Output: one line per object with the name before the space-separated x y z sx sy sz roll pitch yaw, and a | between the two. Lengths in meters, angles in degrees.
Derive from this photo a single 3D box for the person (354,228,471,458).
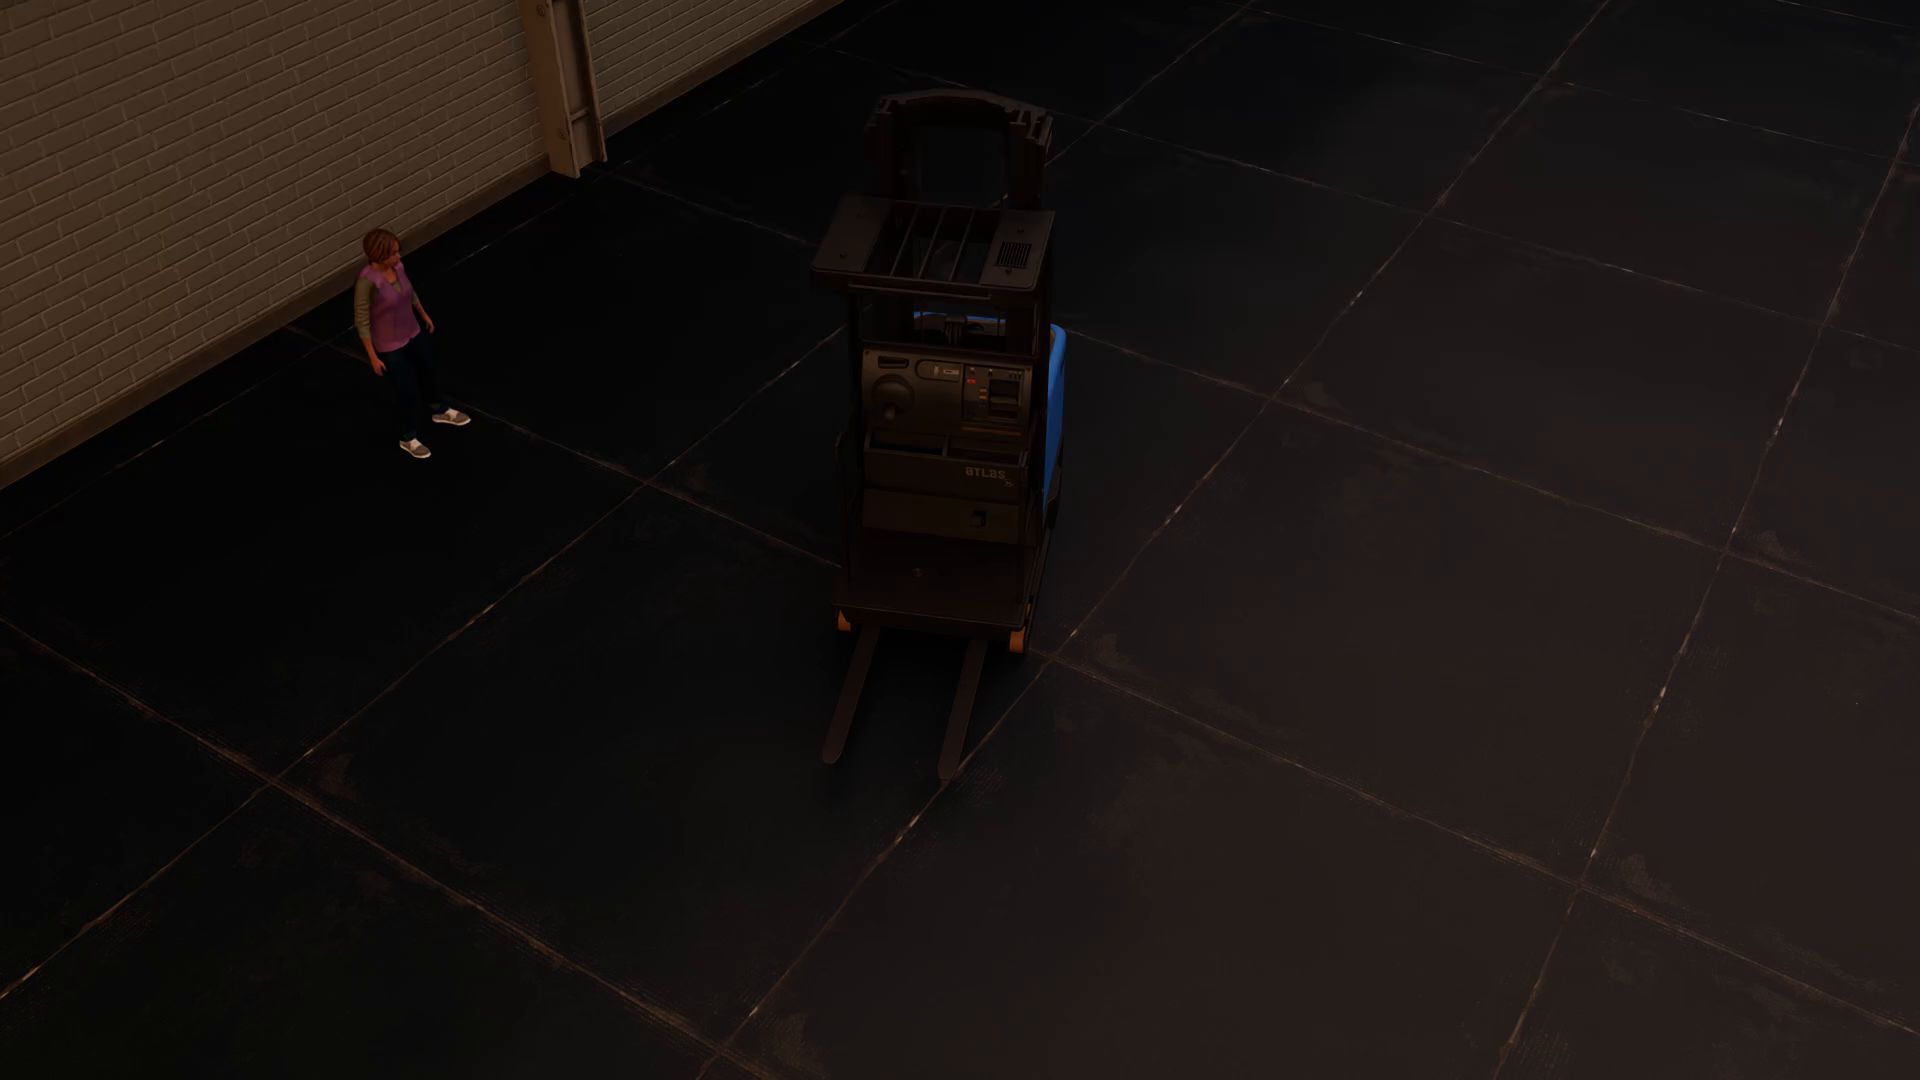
person | -3.533 -1.270 10.508 0.366 1.587 0.582 13 42 14

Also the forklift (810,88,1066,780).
forklift | -0.108 -0.731 8.830 1.130 2.935 3.031 7 41 8
